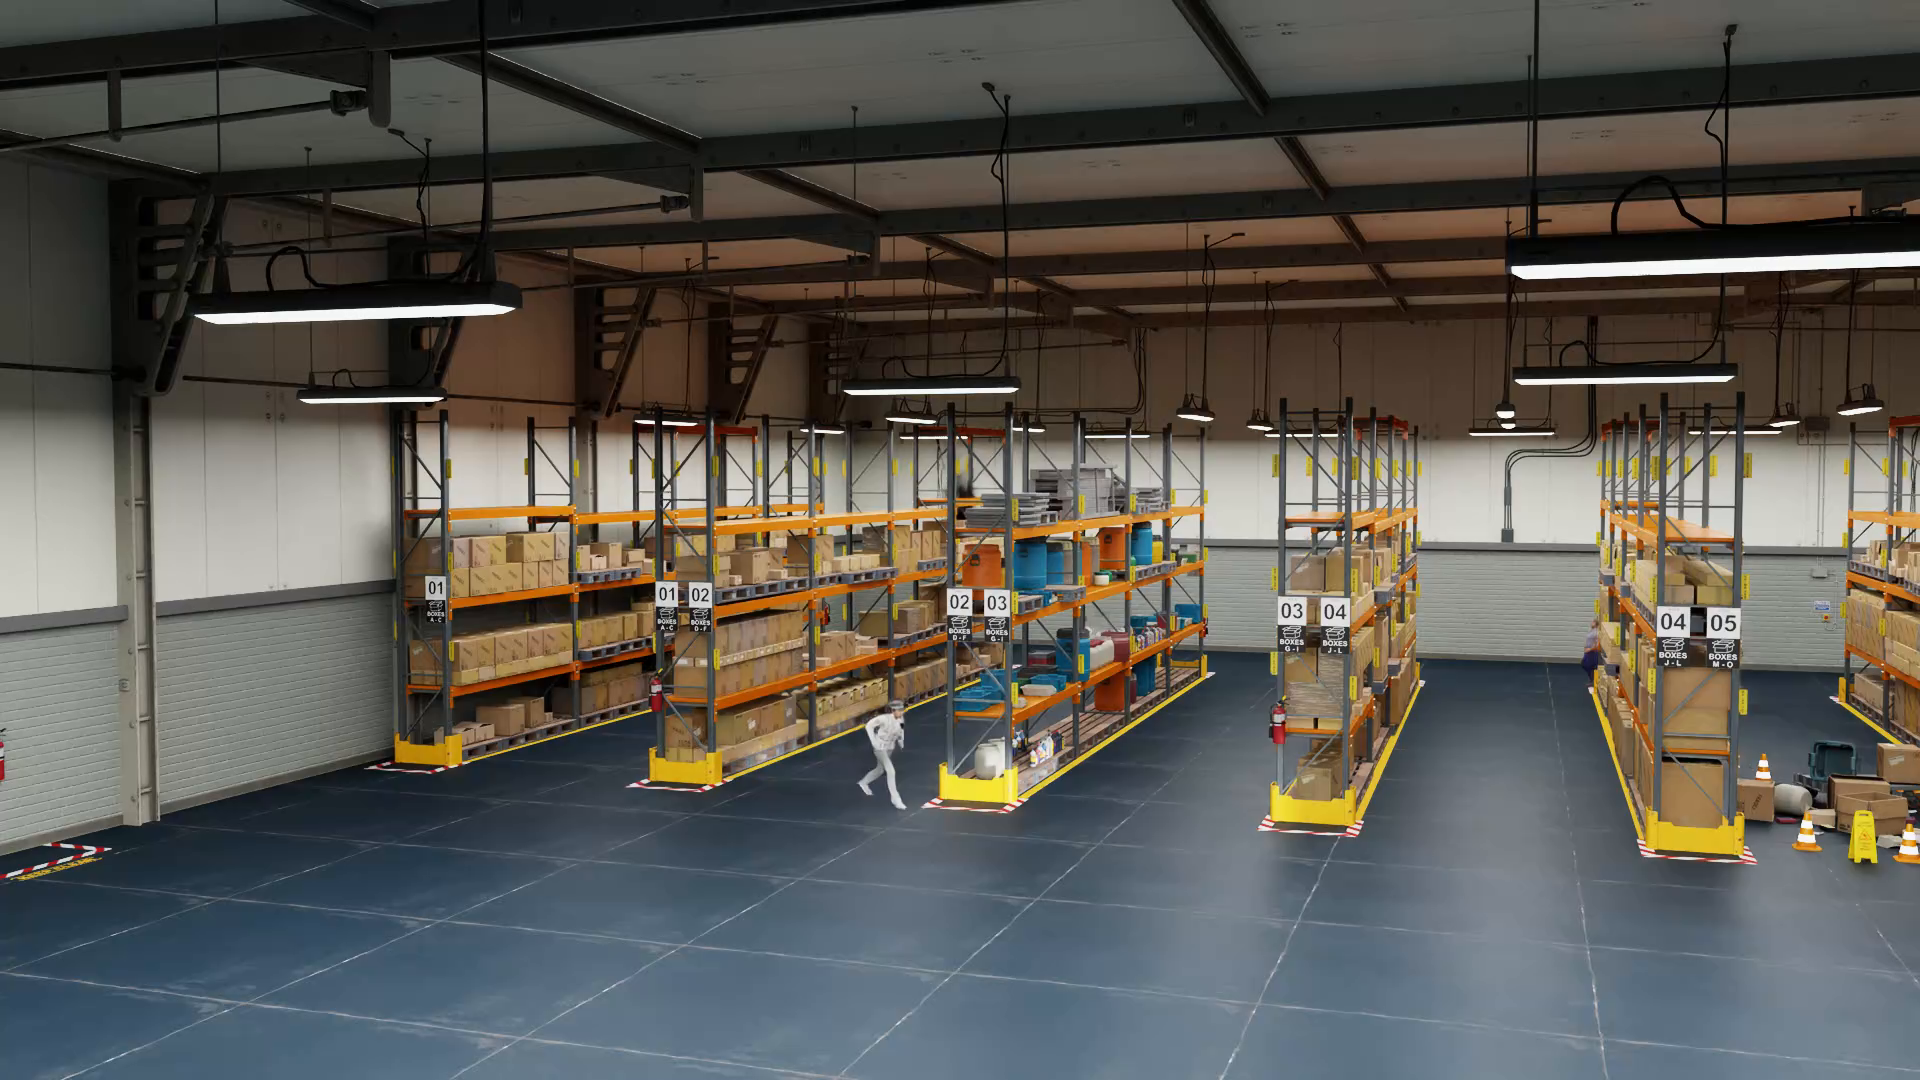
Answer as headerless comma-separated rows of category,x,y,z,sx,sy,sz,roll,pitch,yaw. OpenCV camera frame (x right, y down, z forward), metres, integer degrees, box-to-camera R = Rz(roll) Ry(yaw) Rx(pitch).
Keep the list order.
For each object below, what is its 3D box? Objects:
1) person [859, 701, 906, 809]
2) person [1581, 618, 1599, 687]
person,-1.185,3.165,24.773,0.655,1.628,0.980,-2,3,-43
person,14.530,2.585,38.070,0.527,1.586,0.666,0,2,4
